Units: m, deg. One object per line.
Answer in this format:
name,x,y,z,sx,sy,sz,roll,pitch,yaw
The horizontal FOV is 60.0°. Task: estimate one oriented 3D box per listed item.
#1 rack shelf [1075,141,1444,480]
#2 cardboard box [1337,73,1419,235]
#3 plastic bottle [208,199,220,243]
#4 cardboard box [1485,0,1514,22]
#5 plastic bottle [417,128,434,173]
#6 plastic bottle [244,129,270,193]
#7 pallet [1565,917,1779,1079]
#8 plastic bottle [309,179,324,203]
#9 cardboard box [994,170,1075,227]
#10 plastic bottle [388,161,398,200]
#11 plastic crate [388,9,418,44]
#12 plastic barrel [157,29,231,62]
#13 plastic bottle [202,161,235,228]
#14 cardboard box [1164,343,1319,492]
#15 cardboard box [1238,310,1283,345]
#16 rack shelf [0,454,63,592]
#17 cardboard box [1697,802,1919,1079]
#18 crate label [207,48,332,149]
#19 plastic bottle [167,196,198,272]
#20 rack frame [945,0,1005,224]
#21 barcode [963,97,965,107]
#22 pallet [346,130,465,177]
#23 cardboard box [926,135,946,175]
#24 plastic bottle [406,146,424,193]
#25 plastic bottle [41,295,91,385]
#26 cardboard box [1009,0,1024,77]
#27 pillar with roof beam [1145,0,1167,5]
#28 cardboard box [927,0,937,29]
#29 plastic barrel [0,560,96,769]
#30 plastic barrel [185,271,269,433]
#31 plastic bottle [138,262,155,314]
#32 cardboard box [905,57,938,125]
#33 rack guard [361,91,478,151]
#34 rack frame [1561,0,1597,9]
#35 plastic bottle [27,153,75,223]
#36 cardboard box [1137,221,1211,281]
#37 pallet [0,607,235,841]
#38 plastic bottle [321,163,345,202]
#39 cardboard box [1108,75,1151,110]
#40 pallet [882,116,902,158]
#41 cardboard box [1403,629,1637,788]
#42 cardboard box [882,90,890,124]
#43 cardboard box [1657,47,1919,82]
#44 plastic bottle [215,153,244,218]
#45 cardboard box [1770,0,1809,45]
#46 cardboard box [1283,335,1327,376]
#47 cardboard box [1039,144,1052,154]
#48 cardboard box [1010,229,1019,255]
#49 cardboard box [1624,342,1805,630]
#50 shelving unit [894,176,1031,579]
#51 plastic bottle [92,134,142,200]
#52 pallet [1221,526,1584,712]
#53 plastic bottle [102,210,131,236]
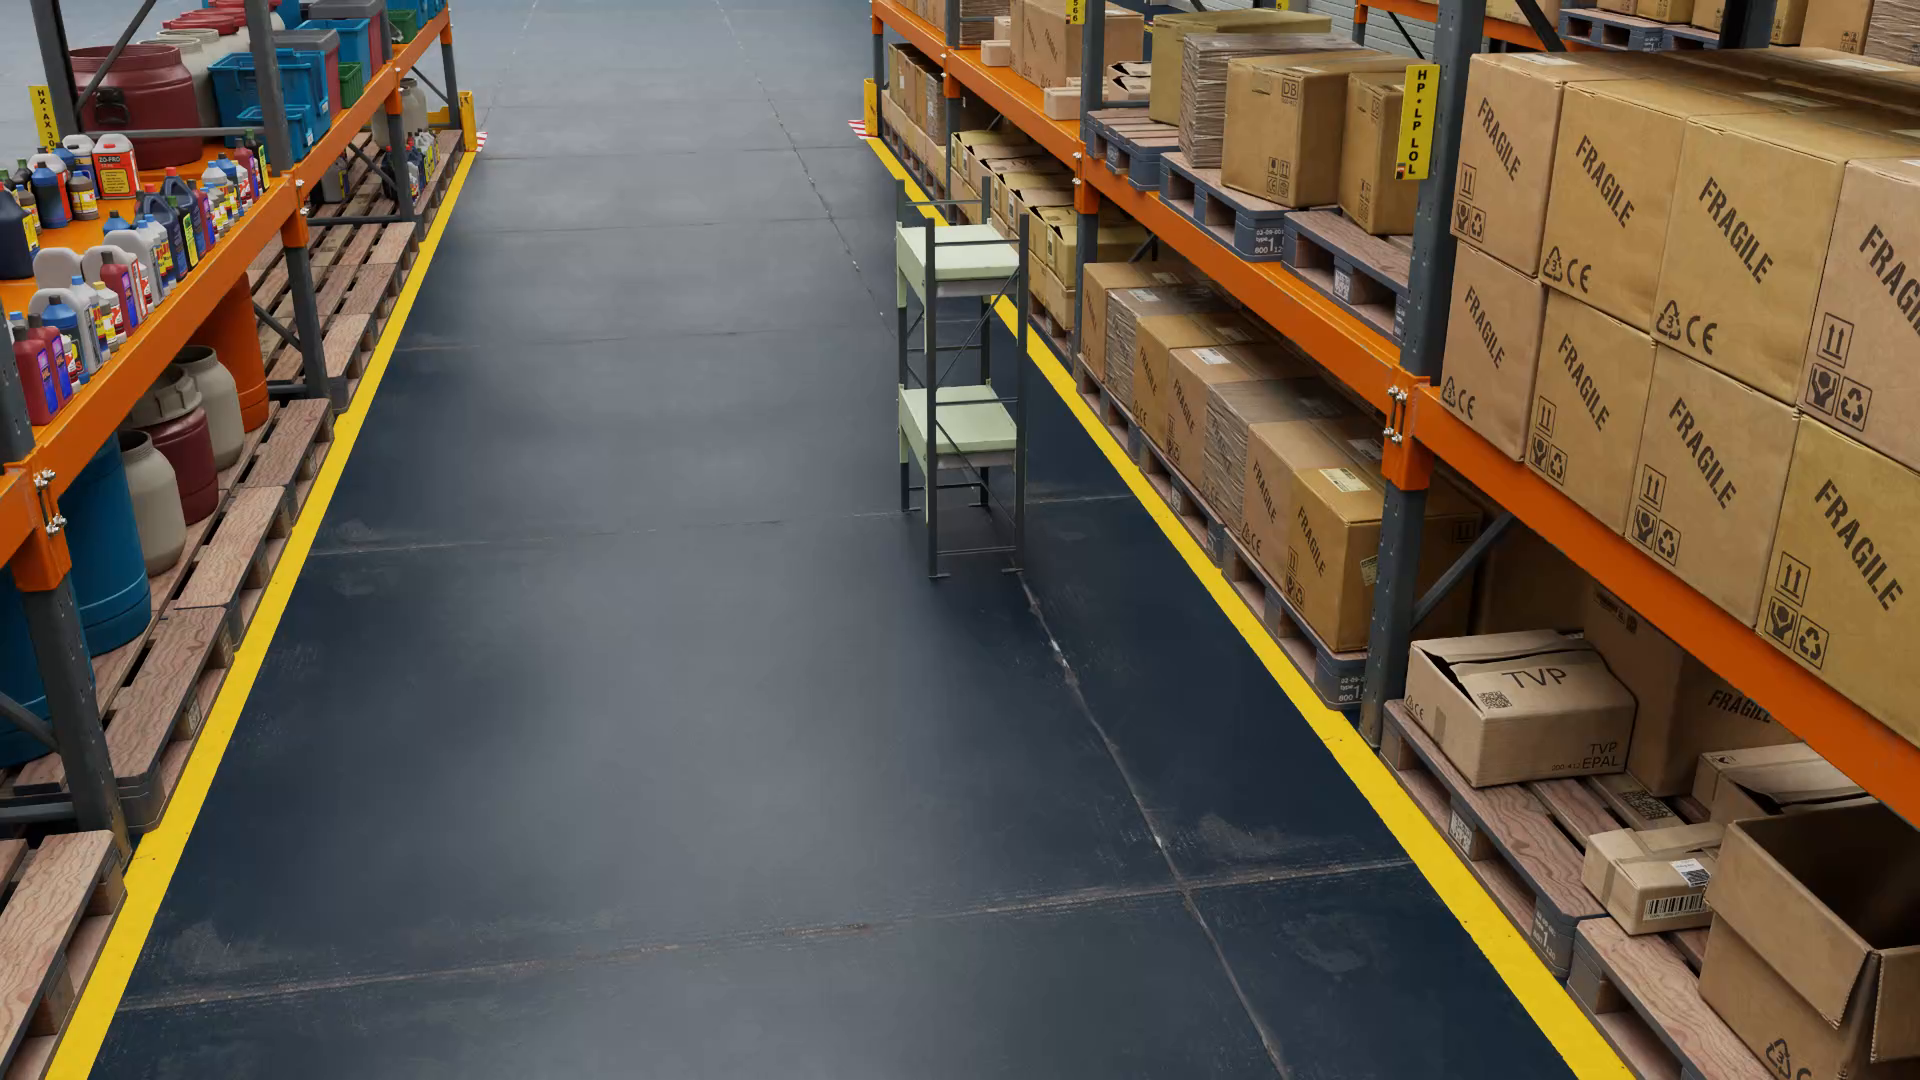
rack shelf,1.503,-1.180,7.103,1.077,0.370,4.000,-4,24,-10
cardboard box,1.815,-1.430,6.126,0.700,0.500,0.500,-1,24,-1
plastic bottle,-3.069,-1.307,6.743,0.097,0.201,0.097,0,24,0
cardboard box,4.791,-4.539,14.056,0.500,0.250,0.500,-4,24,-10
plastic bottle,-4.365,-3.155,13.486,0.144,0.351,0.185,-3,24,-8
plastic bottle,-3.242,-1.750,7.655,0.061,0.283,0.133,-4,24,-10
pallet,2.228,1.306,3.996,1.003,0.211,1.213,-4,24,-10
plastic bottle,-4.878,-2.724,12.500,0.144,0.351,0.185,-5,24,-11
cardboard box,0.510,-2.273,10.918,0.500,0.311,0.500,-4,24,-8
plastic bottle,-4.295,-2.736,12.611,0.061,0.283,0.133,-4,24,-10
plastic crate,-4.449,-3.962,12.839,0.450,0.188,0.662,-4,24,-10
plastic barrel,-4.214,-2.537,9.171,0.421,0.512,0.421,0,24,0
plastic bottle,-3.123,-1.454,6.992,0.097,0.271,0.097,0,24,0
cardboard box,1.228,-0.544,7.321,0.500,0.500,0.500,-5,24,-12
cardboard box,1.632,-0.798,7.903,0.500,0.500,0.500,-5,24,-12
rack shelf,-2.626,0.759,2.664,1.077,0.370,4.000,-4,24,-10
cardboard box,2.225,0.958,3.878,0.797,0.503,0.637,-4,24,-10
crate label,-3.654,-2.358,8.857,0.502,0.435,0.616,-4,24,-10
plastic bottle,-2.971,-1.175,6.339,0.061,0.283,0.133,-4,24,-10
rack frame,0.393,-3.870,12.362,1.000,3.000,0.127,-4,24,-10
barcode,0.031,-3.234,12.282,0.001,0.075,0.075,-4,24,-10
pallet,-5.010,-3.454,14.894,1.003,0.211,1.213,-4,24,-10
cardboard box,0.010,-3.166,13.661,0.500,0.250,0.500,-4,24,-10
plastic bottle,-4.217,-2.840,12.766,0.144,0.351,0.185,-4,24,-8
plastic bottle,-2.726,-0.609,5.058,0.097,0.271,0.097,0,24,0
cardboard box,0.617,-3.405,11.173,0.500,0.500,0.500,-3,24,-6
pillar with roof beam,-0.949,-12.750,25.201,9.100,9.000,0.400,-4,24,-10
cardboard box,0.112,-4.494,13.667,0.700,0.500,0.500,-4,24,-9
plastic barrel,-3.080,0.196,5.150,0.600,0.901,0.708,-4,24,-10
plastic barrel,-3.628,-0.938,7.836,0.600,0.830,0.708,-4,24,-10
plastic bottle,-2.873,-0.889,5.786,0.097,0.201,0.097,0,24,0
cardboard box,-0.191,-3.901,14.409,0.500,0.500,0.500,-4,24,-10
rack guard,-5.155,-3.906,15.568,1.175,0.500,0.348,-4,24,-10
rack frame,5.261,-4.238,13.205,1.000,3.000,0.127,-4,24,-10
plastic bottle,-3.888,-1.498,7.087,0.152,0.276,0.135,-4,24,-10
cardboard box,1.325,-1.713,9.635,0.500,0.311,0.500,-4,24,-8
pallet,-3.098,0.614,5.581,1.003,0.211,1.213,-4,24,-10
plastic bottle,-4.736,-2.735,12.524,0.144,0.351,0.185,-4,24,-10
cardboard box,1.109,-2.402,9.113,0.500,0.311,0.500,-3,24,-6
pallet,-0.164,-3.867,15.841,1.003,0.211,1.213,-4,24,-10
cardboard box,1.738,0.489,5.193,0.500,0.311,0.500,-4,24,-10
cardboard box,-0.466,-4.148,15.910,0.500,0.250,0.500,-4,24,-10
cardboard box,2.221,-1.047,4.526,0.500,0.500,0.500,-4,24,-9
plastic bottle,-3.159,-1.531,7.167,0.097,0.271,0.097,0,24,0
cardboard box,5.652,-3.584,11.034,0.700,0.500,0.500,-4,24,-10
cardboard box,1.744,-0.922,7.249,0.500,0.250,0.500,-5,24,-11
cardboard box,0.852,-2.717,11.933,0.500,0.311,0.500,-4,24,-8
cardboard box,0.607,-1.818,10.576,0.500,0.250,0.500,-4,24,-9
cardboard box,1.887,-0.150,3.721,0.500,0.500,0.500,-4,24,-10
shelving unit,-0.001,-0.690,6.956,0.431,1.500,0.755,-4,24,-10
plastic bottle,-3.824,-1.691,7.530,0.152,0.276,0.135,-4,24,-10
pallet,1.685,0.238,6.442,1.003,0.211,1.213,-4,24,-10
plastic bottle,-3.093,-1.078,6.131,0.097,0.271,0.097,0,24,0
